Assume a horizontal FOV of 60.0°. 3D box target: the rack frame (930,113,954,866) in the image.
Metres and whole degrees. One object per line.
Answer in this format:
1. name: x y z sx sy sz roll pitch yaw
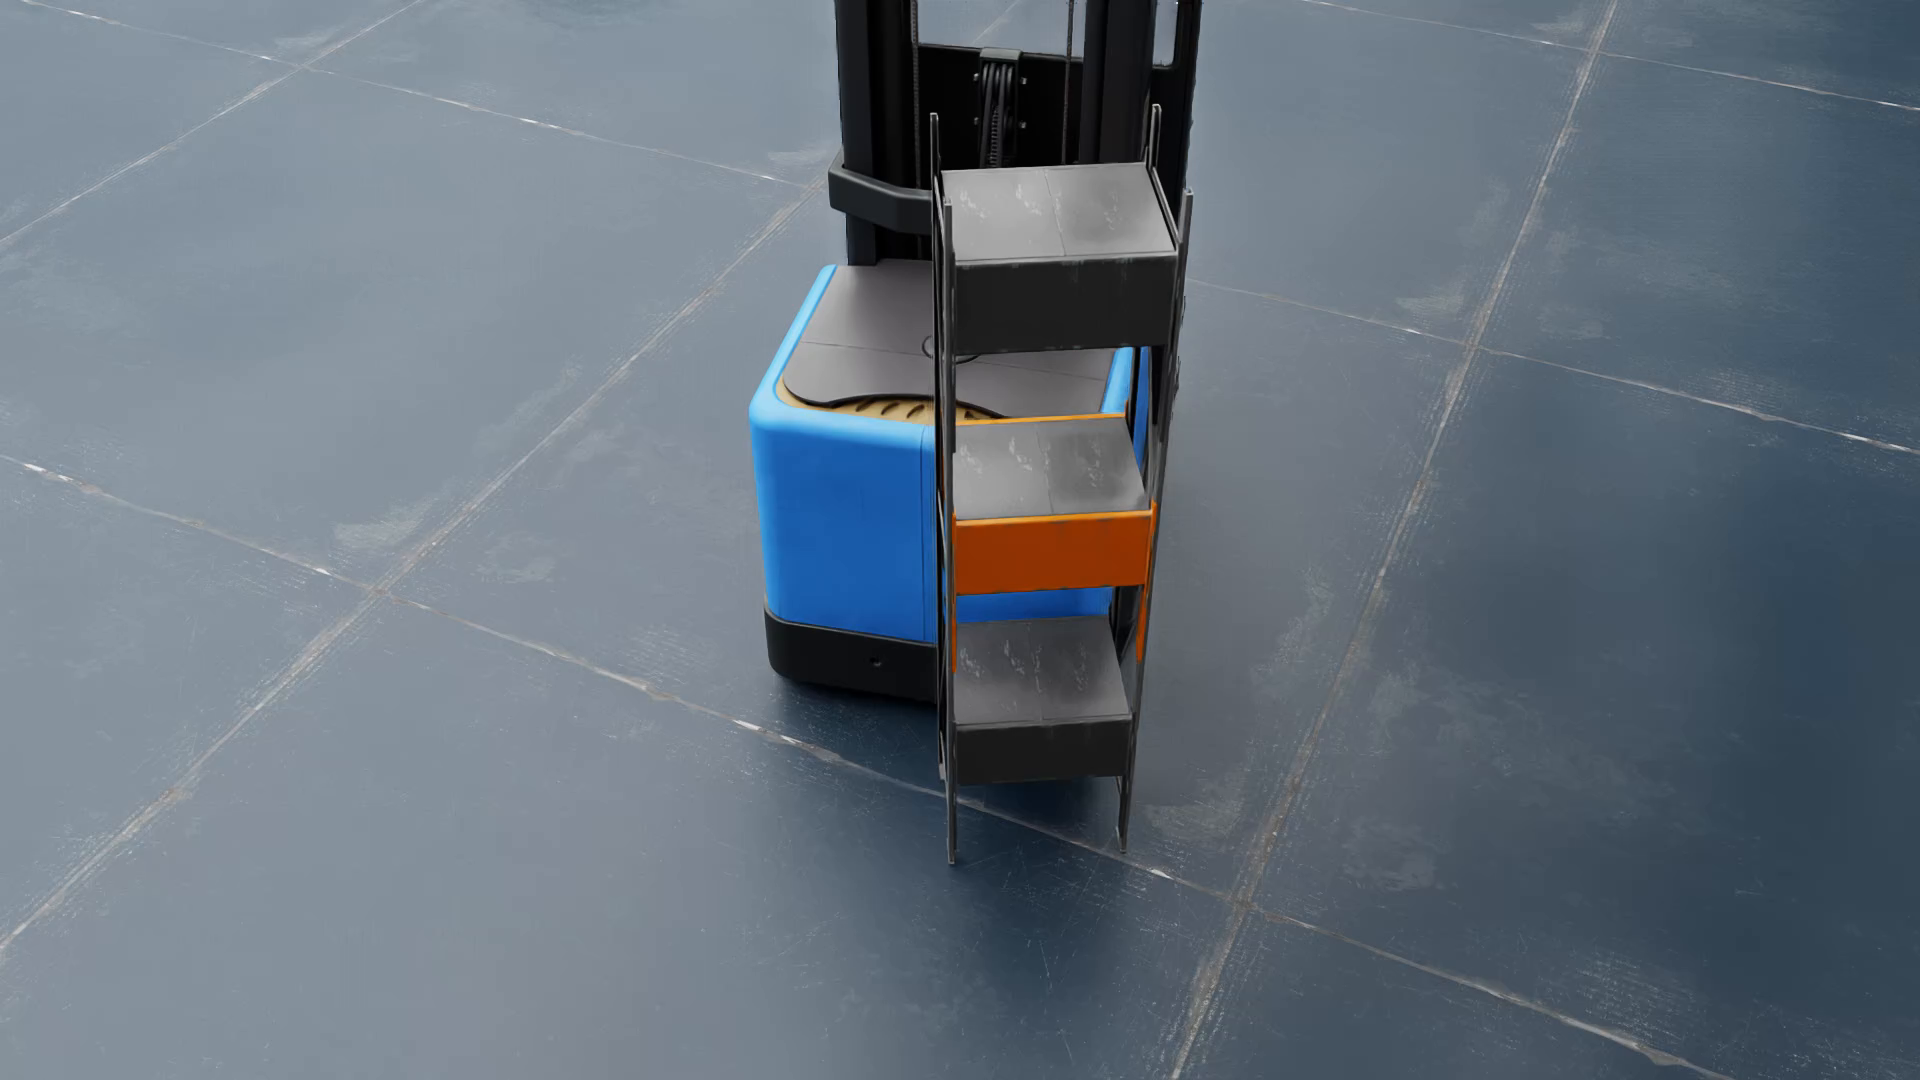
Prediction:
1. rack frame: -0.040 -0.005 4.153 0.015 2.100 0.400 -3 41 -4

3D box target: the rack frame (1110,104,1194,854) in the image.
1. rack frame: 0.446 -0.033 4.184 0.015 2.100 0.400 -3 41 -4

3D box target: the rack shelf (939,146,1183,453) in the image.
1. rack shelf: 0.203 -0.537 3.718 0.480 0.518 0.431 -3 41 -4

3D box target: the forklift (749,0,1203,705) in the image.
1. forklift: 0.221 -1.530 5.277 1.130 2.935 3.031 8 42 9

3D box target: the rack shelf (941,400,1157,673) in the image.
1. rack shelf: 0.203 -0.009 4.177 0.480 0.518 0.431 -3 41 -4

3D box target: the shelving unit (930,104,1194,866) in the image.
1. shelving unit: 0.203 -0.019 4.168 0.503 2.100 0.431 -3 41 -4

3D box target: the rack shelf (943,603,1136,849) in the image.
1. rack shelf: 0.203 0.520 4.636 0.480 0.518 0.431 -3 41 -4
